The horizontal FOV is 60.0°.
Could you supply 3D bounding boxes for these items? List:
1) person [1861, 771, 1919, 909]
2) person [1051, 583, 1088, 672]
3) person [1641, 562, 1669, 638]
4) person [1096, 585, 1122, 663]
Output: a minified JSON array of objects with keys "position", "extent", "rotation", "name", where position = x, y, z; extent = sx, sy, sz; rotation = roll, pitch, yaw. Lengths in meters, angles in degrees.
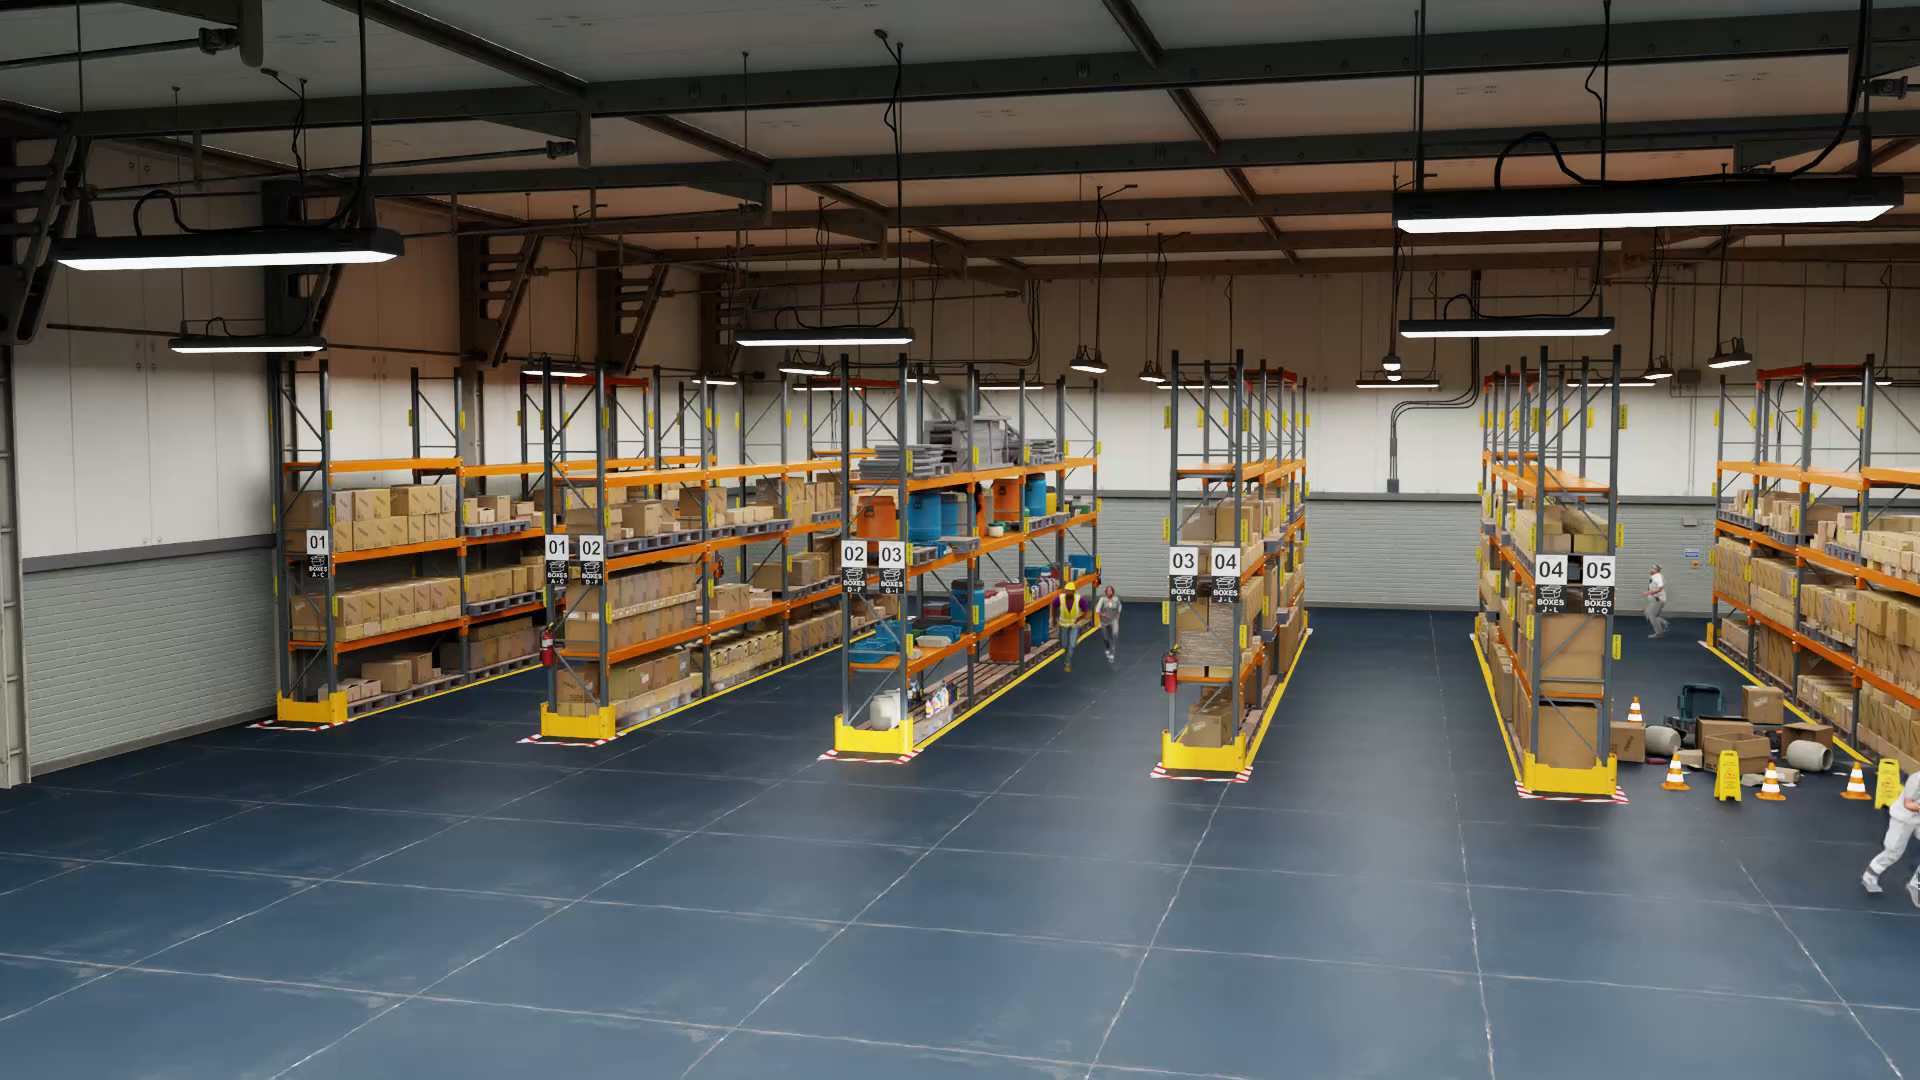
[{"position":[9.845,2.952,17.183],"extent":[0.706,1.692,0.996],"rotation":[-2,5,-26],"name":"person"},{"position":[2.066,1.632,31.301],"extent":[0.693,1.699,0.780],"rotation":[0,4,2],"name":"person"},{"position":[16.014,1.382,38.282],"extent":[0.629,1.755,0.649],"rotation":[1,4,19],"name":"person"},{"position":[2.965,1.653,33.229],"extent":[0.510,1.519,1.015],"rotation":[1,4,8],"name":"person"}]
